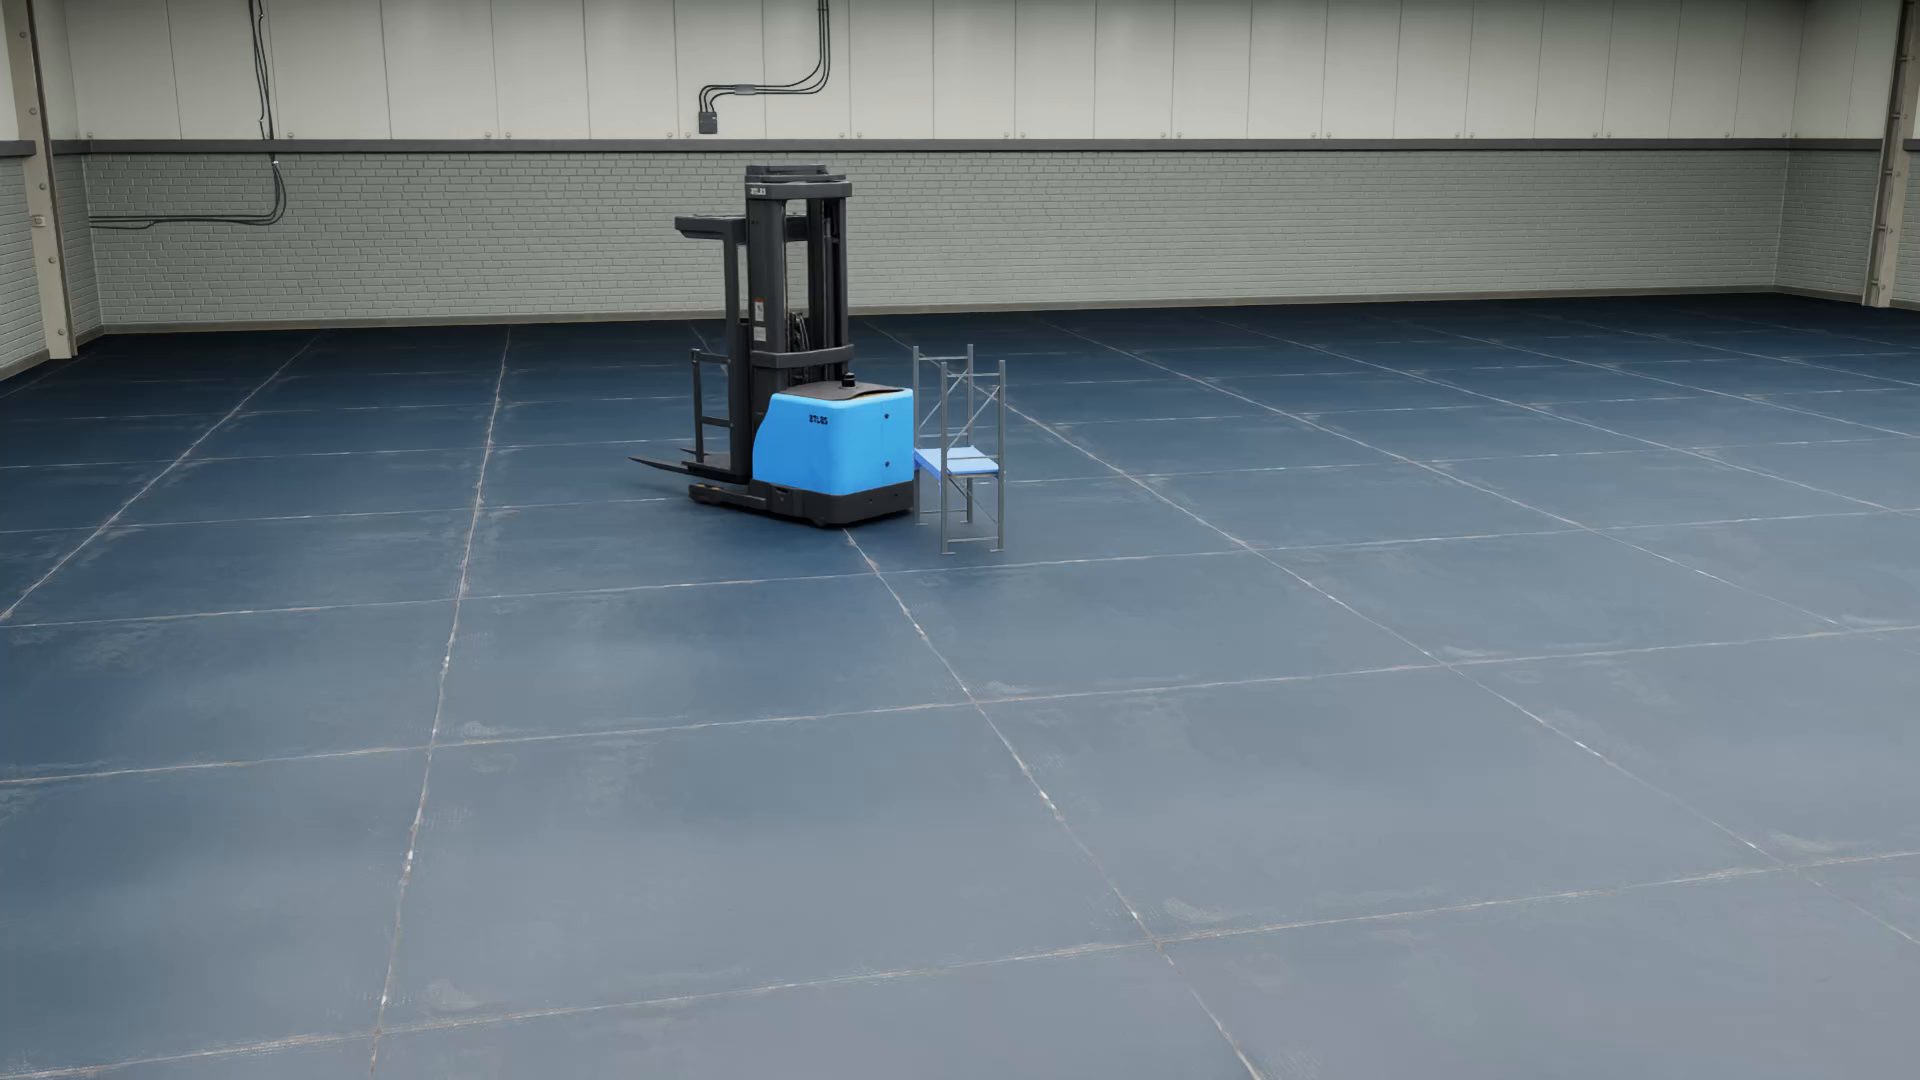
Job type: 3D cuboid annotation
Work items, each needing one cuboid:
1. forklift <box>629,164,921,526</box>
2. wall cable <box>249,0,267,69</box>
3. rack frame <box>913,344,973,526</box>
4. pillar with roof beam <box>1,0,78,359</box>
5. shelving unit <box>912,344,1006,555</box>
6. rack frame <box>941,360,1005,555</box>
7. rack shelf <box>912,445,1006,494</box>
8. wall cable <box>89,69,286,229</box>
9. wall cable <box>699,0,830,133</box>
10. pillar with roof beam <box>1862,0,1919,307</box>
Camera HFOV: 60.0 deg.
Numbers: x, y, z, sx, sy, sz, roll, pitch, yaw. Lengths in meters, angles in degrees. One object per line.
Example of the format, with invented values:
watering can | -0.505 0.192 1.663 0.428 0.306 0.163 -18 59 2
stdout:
forklift | -1.774 -1.807 14.646 3.031 2.935 1.130 12 18 40
wall cable | -9.970 -8.914 26.852 3.097 2.526 0.112 -3 14 -13
rack frame | -0.139 -0.866 13.810 0.500 1.500 0.032 -3 14 -13
pillar with roof beam | -9.009 -7.304 24.364 9.100 9.000 0.400 -3 14 -13
shelving unit | -0.020 -0.748 13.330 0.538 1.500 1.048 -3 14 -13
rack frame | 0.099 -0.631 12.850 0.500 1.500 0.032 -3 14 -13
rack shelf | -0.020 -0.574 13.372 0.538 0.185 1.000 -3 14 -13
wall cable | -12.600 -6.309 26.834 3.097 2.526 0.112 -3 14 -13
wall cable | -3.368 -9.995 28.213 2.305 6.003 0.169 -3 14 -13
pillar with roof beam | 13.241 -8.580 29.587 9.100 9.000 0.400 -3 14 -13
